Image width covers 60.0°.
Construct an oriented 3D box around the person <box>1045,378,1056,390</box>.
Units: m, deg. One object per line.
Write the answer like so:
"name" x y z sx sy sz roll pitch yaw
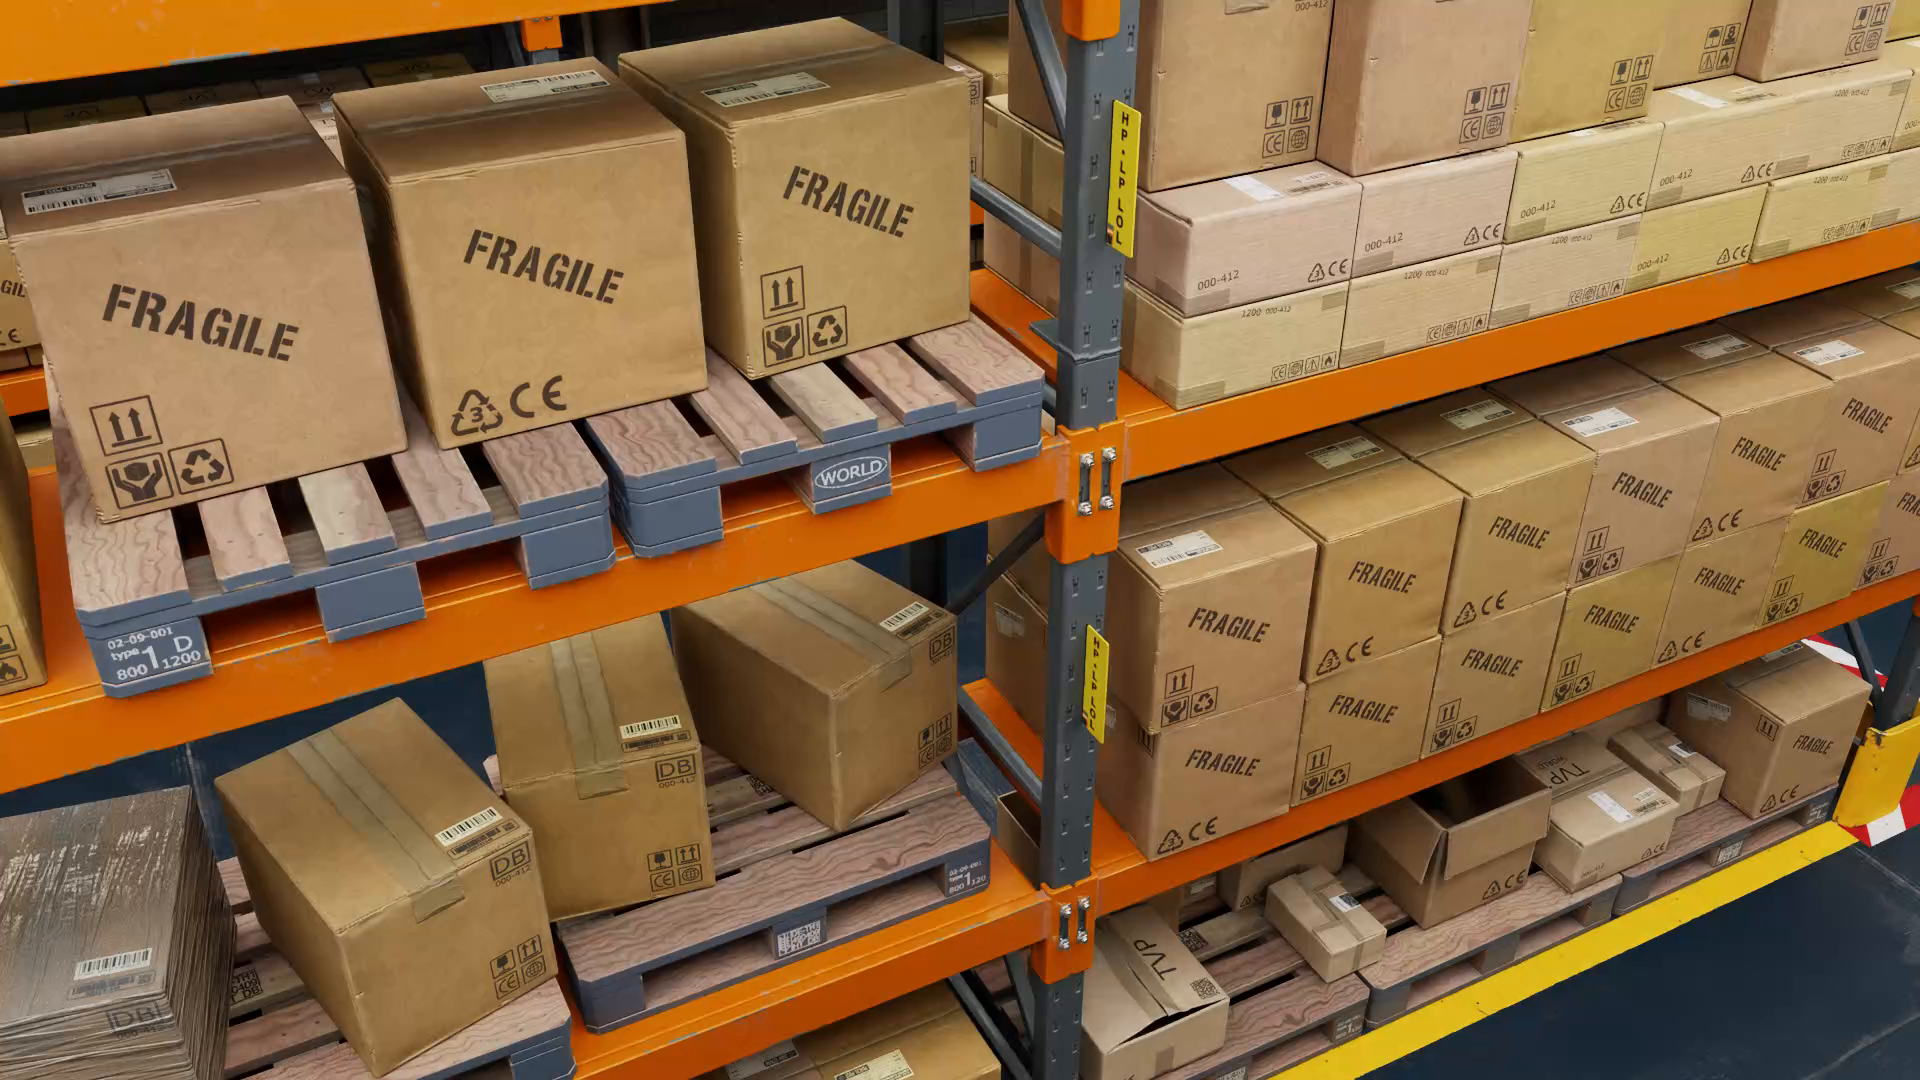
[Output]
"person" 0.507 -0.735 8.484 0.623 1.588 0.588 -15 36 -23
